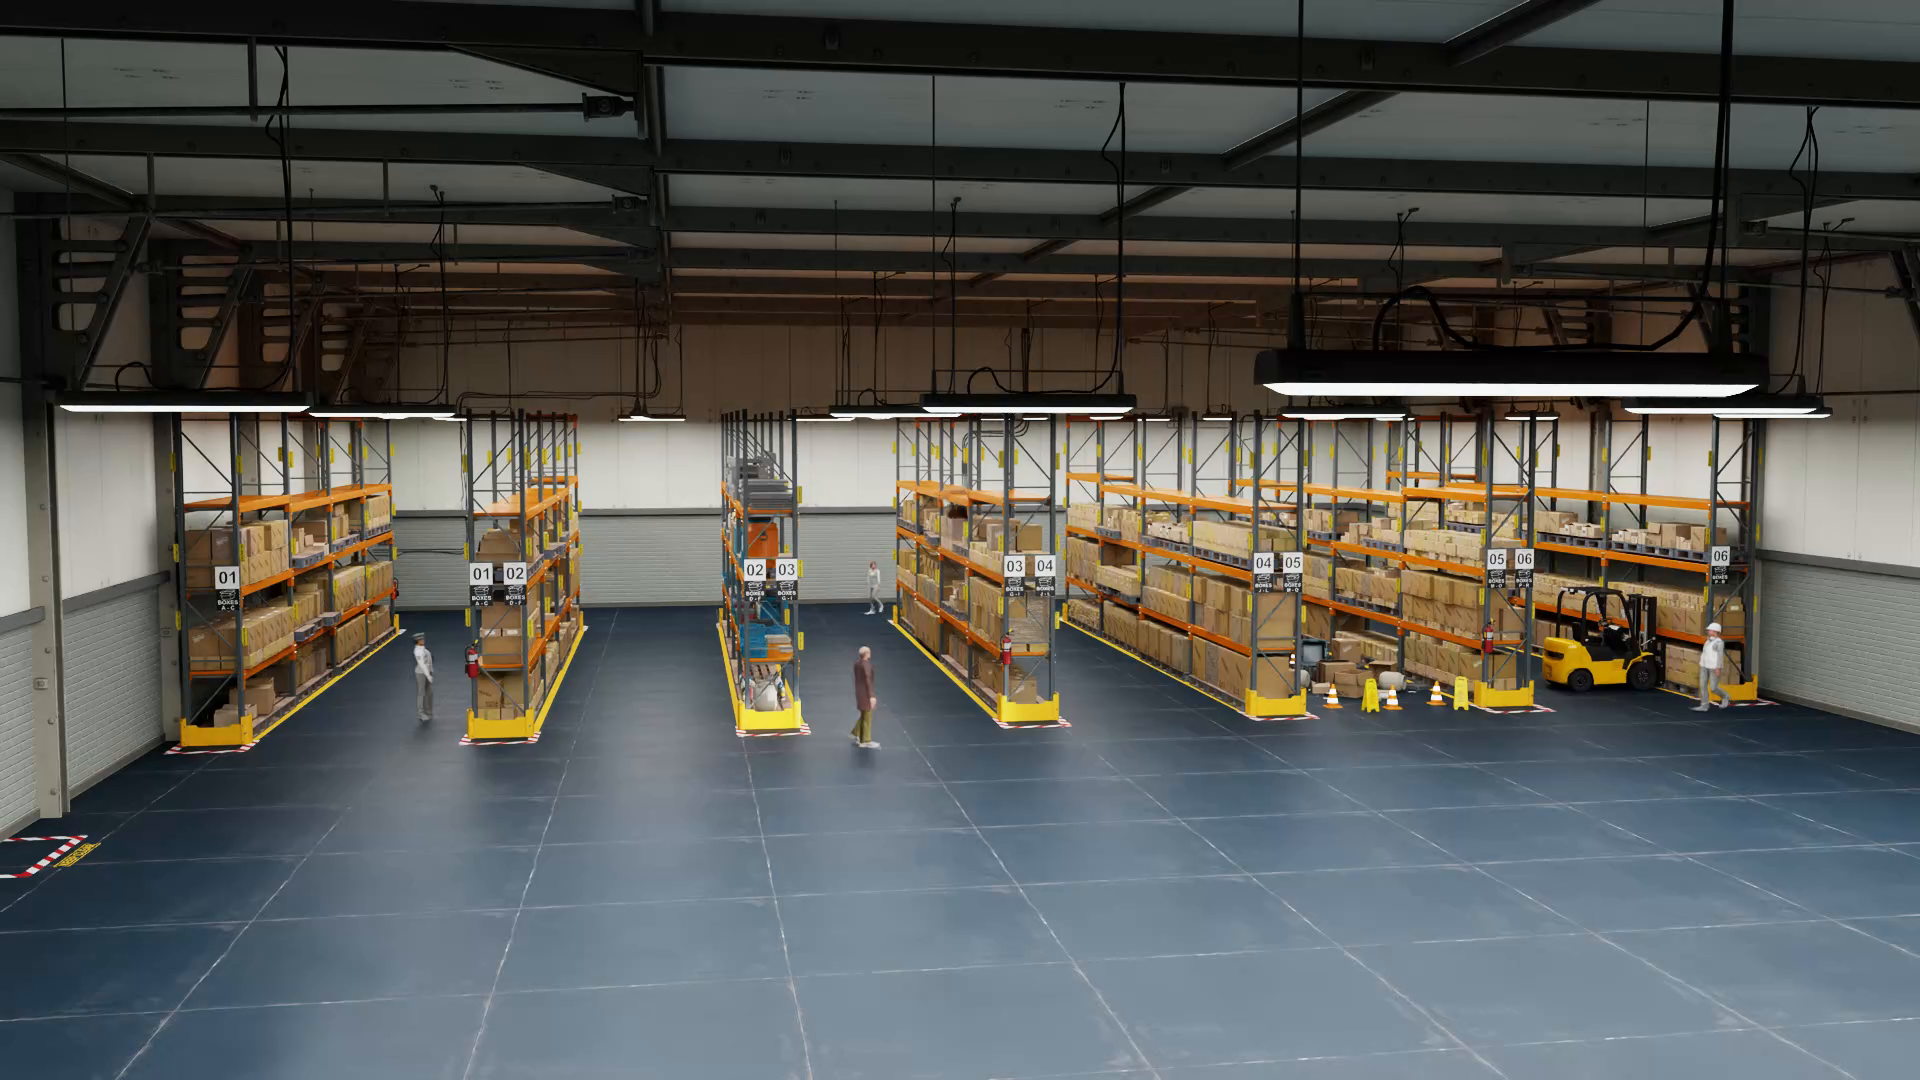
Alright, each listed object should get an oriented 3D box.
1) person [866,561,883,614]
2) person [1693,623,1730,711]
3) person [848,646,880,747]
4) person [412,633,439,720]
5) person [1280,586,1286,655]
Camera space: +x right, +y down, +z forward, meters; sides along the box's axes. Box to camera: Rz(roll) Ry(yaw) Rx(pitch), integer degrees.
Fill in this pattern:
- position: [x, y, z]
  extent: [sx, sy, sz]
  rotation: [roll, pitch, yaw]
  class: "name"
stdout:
- position: [-2.575, 1.432, 50.004]
  extent: [0.472, 1.596, 0.403]
  rotation: [-3, 5, -41]
  class: "person"
- position: [14.970, 2.529, 33.048]
  extent: [0.648, 1.763, 0.528]
  rotation: [-2, 4, -24]
  class: "person"
- position: [-1.690, 2.791, 29.504]
  extent: [0.488, 1.807, 0.678]
  rotation: [-1, 4, -18]
  class: "person"
- position: [-10.358, 2.650, 32.225]
  extent: [0.523, 1.716, 0.496]
  rotation: [1, 4, 17]
  class: "person"
- position: [8.020, 1.999, 41.300]
  extent: [0.400, 1.756, 0.585]
  rotation: [1, 4, 8]
  class: "person"
